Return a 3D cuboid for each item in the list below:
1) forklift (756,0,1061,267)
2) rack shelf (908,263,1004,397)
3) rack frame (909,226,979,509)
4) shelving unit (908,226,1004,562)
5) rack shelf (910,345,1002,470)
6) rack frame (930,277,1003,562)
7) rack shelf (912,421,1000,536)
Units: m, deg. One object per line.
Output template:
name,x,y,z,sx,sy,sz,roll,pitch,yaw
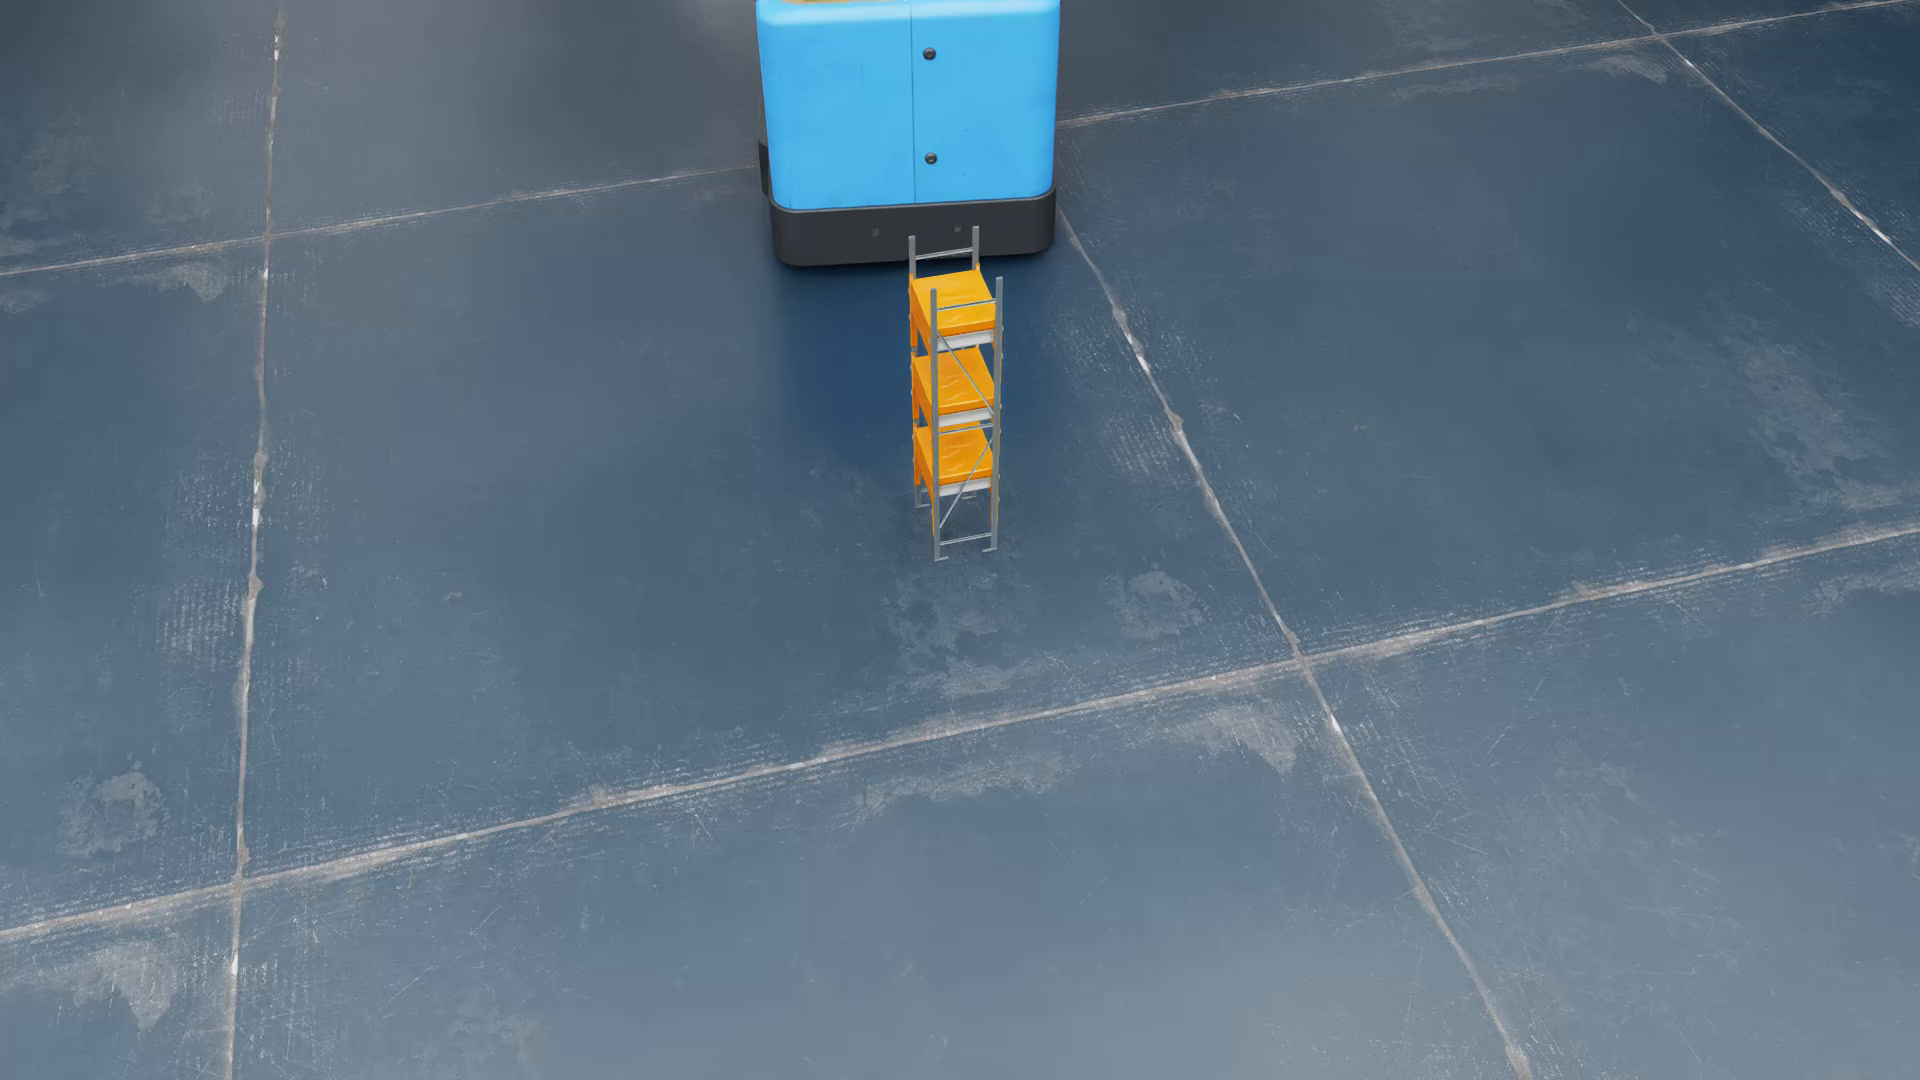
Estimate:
forklift,-0.303,-3.090,6.226,1.130,2.935,3.031,-4,46,-4
rack shelf,-0.014,-0.596,4.716,0.215,0.259,0.240,-11,47,-10
rack frame,-0.045,-0.489,4.994,0.200,1.050,0.008,-11,47,-10
shelving unit,-0.014,-0.404,4.911,0.215,1.050,0.252,-11,47,-10
rack shelf,-0.014,-0.397,4.919,0.215,0.259,0.240,-11,47,-10
rack frame,0.018,-0.320,4.829,0.200,1.050,0.008,-11,47,-10
rack shelf,-0.014,-0.202,5.117,0.215,0.259,0.240,-11,47,-10
